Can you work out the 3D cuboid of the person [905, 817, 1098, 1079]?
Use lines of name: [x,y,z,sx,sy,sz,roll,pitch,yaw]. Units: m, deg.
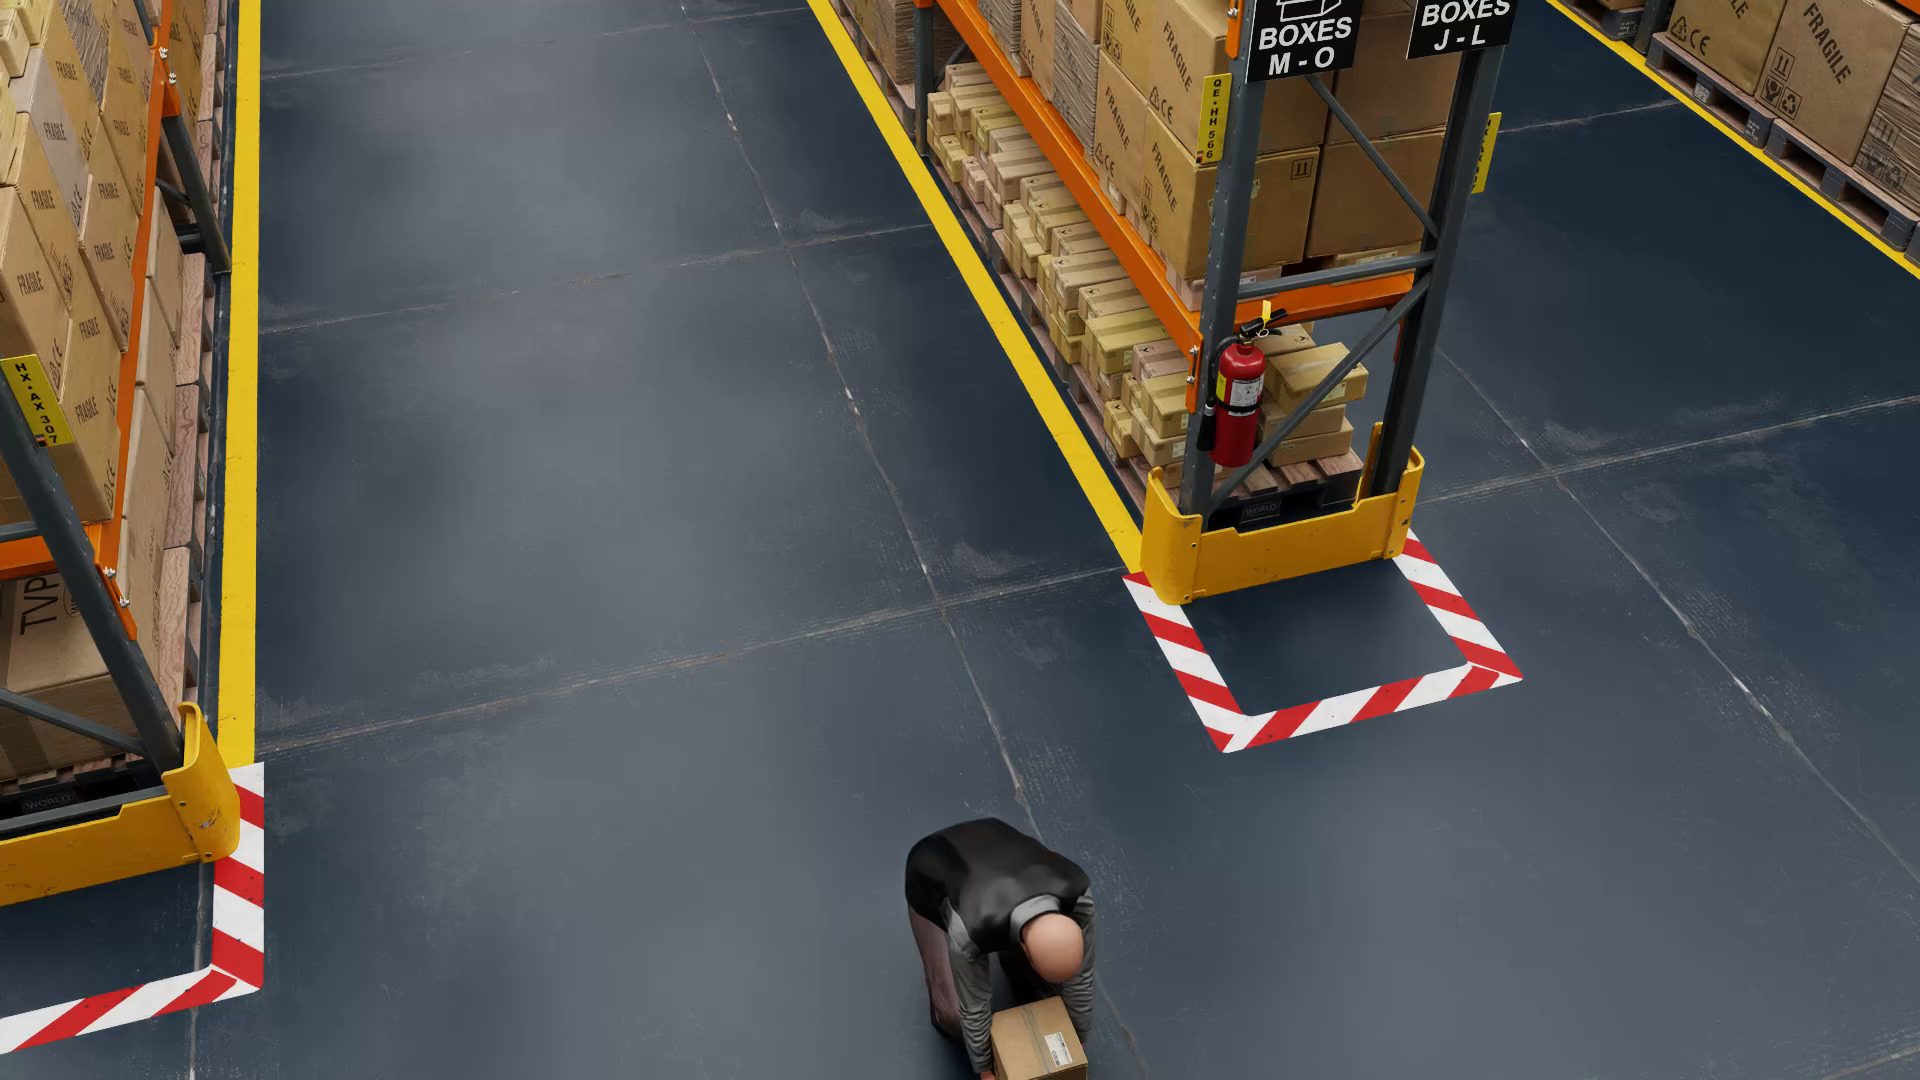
person: [0.139,1.295,5.319,0.515,0.959,0.879,-13,44,-14]
